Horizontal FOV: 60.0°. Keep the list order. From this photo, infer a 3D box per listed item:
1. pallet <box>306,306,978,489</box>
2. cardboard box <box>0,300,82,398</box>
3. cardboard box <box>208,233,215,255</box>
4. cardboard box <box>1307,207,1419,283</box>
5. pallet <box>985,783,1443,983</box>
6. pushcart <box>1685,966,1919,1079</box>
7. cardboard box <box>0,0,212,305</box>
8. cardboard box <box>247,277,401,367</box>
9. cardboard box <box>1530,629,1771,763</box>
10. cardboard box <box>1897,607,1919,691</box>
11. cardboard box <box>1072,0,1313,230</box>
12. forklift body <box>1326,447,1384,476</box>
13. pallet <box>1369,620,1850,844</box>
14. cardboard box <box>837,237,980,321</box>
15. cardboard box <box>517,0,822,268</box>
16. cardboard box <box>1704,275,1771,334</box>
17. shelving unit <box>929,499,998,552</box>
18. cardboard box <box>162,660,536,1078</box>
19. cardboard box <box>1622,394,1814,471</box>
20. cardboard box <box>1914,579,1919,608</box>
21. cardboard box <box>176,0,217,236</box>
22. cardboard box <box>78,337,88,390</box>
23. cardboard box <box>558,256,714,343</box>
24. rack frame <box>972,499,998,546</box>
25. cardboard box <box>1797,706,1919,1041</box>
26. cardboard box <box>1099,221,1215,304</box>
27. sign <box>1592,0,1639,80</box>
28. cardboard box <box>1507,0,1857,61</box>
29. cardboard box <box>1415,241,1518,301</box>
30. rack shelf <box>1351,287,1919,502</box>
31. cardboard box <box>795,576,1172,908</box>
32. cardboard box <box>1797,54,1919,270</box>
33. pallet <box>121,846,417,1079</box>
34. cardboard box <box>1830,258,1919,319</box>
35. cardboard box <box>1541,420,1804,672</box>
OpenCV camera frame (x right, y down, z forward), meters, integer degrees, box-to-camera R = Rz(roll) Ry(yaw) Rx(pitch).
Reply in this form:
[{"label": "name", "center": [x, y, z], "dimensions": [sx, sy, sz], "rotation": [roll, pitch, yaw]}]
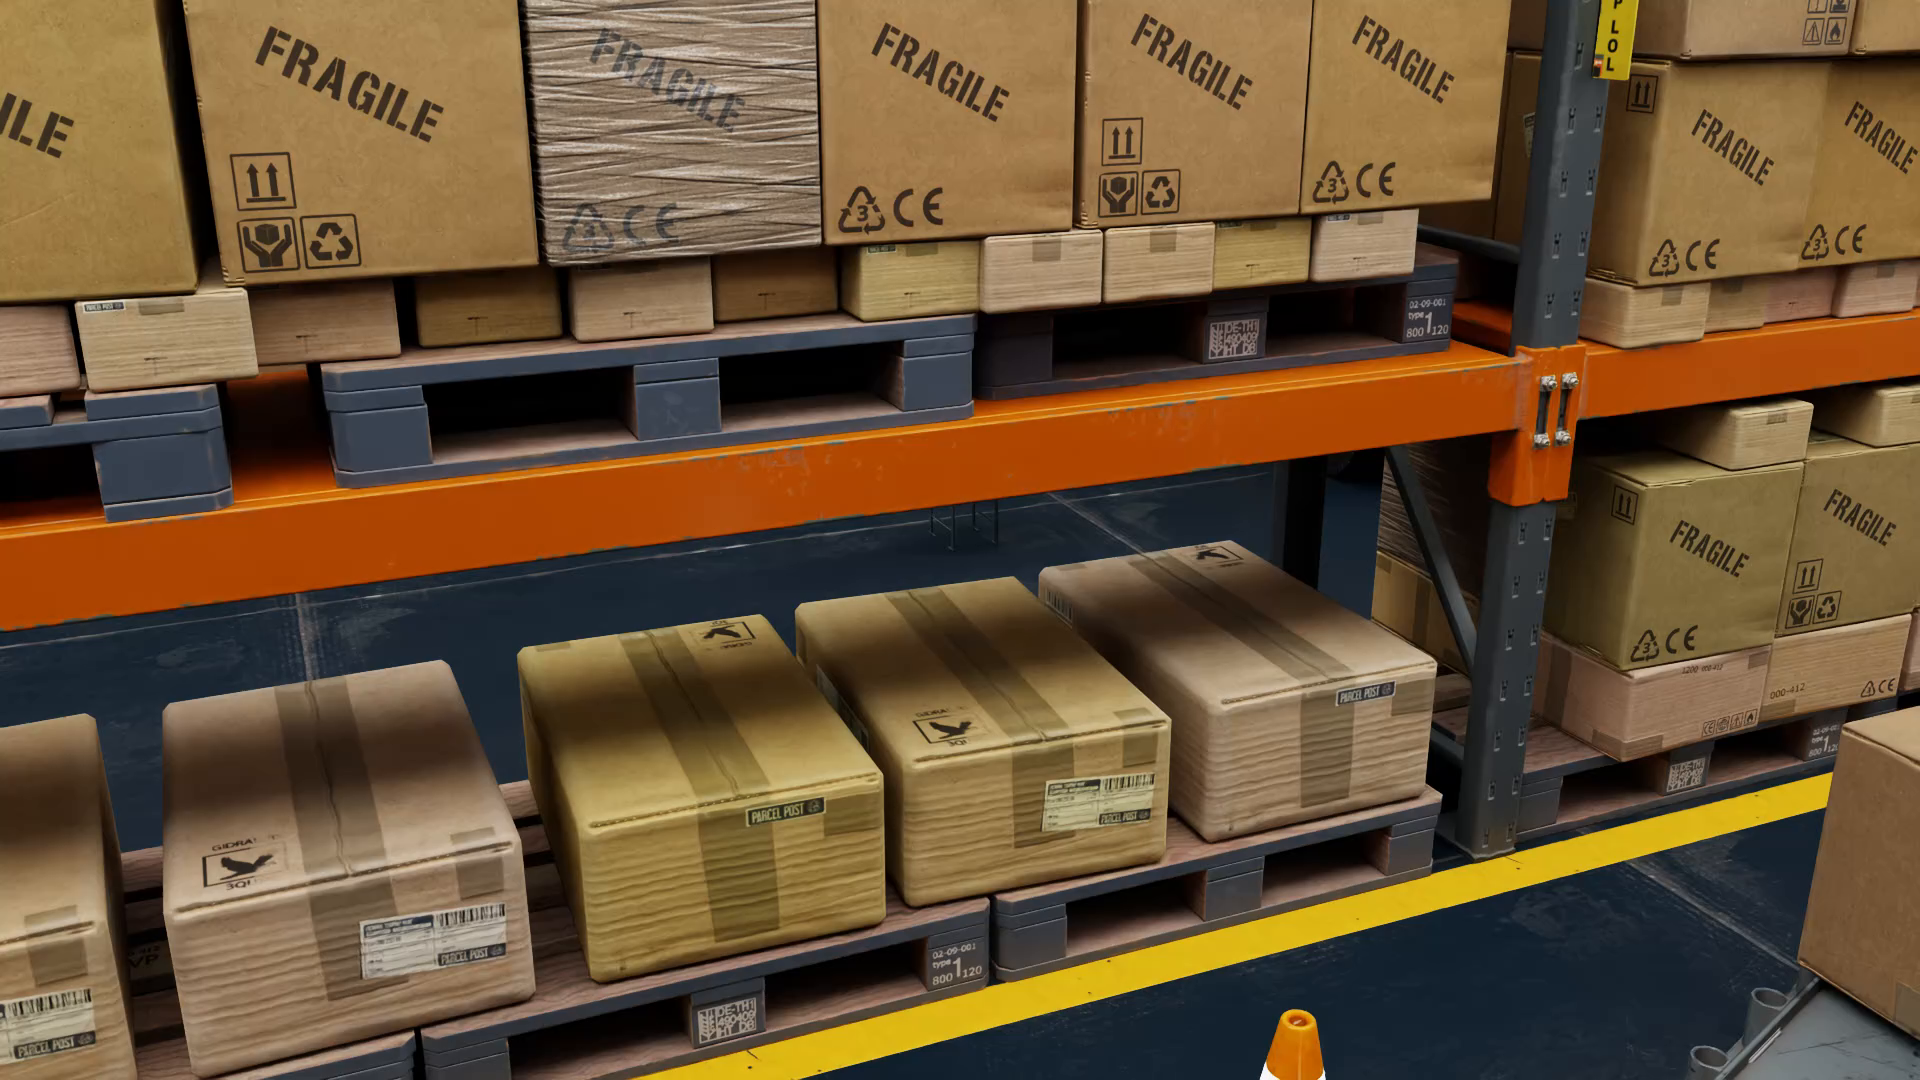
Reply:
[{"label": "pallet", "center": [-0.711, -0.414, 3.469], "dimensions": [1.213, 0.211, 1.003], "rotation": [-8, 21, -22]}, {"label": "cardboard box", "center": [-1.598, -0.346, 2.734], "dimensions": [0.250, 0.149, 0.380], "rotation": [-10, 22, -25]}, {"label": "cardboard box", "center": [-1.639, -0.561, 3.344], "dimensions": [0.250, 0.149, 0.380], "rotation": [-9, 21, -24]}, {"label": "cardboard box", "center": [0.798, -0.685, 3.698], "dimensions": [0.250, 0.149, 0.380], "rotation": [-8, 21, -21]}, {"label": "pallet", "center": [0.446, 0.661, 4.328], "dimensions": [1.213, 0.211, 1.003], "rotation": [-8, 21, -22]}, {"label": "pushcart", "center": [2.110, 1.168, 2.637], "dimensions": [0.936, 0.377, 1.648], "rotation": [-17, 26, -40]}, {"label": "cardboard box", "center": [-1.532, -0.676, 2.695], "dimensions": [0.500, 0.500, 0.500], "rotation": [-7, 21, -19]}, {"label": "cardboard box", "center": [-1.147, -0.431, 2.976], "dimensions": [0.250, 0.149, 0.380], "rotation": [-7, 21, -19]}, {"label": "cardboard box", "center": [1.809, 0.346, 4.531], "dimensions": [0.500, 0.250, 0.500], "rotation": [-9, 21, -24]}, {"label": "cardboard box", "center": [2.781, 0.202, 4.940], "dimensions": [0.500, 0.250, 0.500], "rotation": [-8, 21, -23]}, {"label": "cardboard box", "center": [0.373, -0.947, 3.464], "dimensions": [0.500, 0.500, 0.500], "rotation": [-8, 21, -22]}, {"label": "forklift body", "center": [1.845, -1.591, 7.802], "dimensions": [1.214, 2.155, 2.313], "rotation": [-8, 21, -22]}, {"label": "pallet", "center": [1.763, 0.459, 4.902], "dimensions": [1.213, 0.211, 1.003], "rotation": [-8, 21, -22]}, {"label": "cardboard box", "center": [-0.145, -0.555, 3.329], "dimensions": [0.250, 0.149, 0.380], "rotation": [-8, 21, -22]}, {"label": "cardboard box", "center": [-0.584, -0.812, 3.080], "dimensions": [0.500, 0.500, 0.500], "rotation": [-9, 21, -24]}, {"label": "cardboard box", "center": [1.788, -0.632, 4.178], "dimensions": [0.250, 0.149, 0.380], "rotation": [-8, 21, -20]}, {"label": "shelving unit", "center": [0.013, -0.568, 6.328], "dimensions": [0.189, 1.200, 0.258], "rotation": [-8, 21, -22]}, {"label": "cardboard box", "center": [-1.315, 0.639, 3.514], "dimensions": [0.625, 0.372, 0.950], "rotation": [-9, 21, -23]}, {"label": "cardboard box", "center": [1.948, -0.312, 4.293], "dimensions": [0.250, 0.149, 0.380], "rotation": [-8, 21, -21]}, {"label": "cardboard box", "center": [2.773, -0.149, 4.808], "dimensions": [0.500, 0.500, 0.500], "rotation": [-7, 21, -19]}, {"label": "cardboard box", "center": [-1.272, -0.900, 3.330], "dimensions": [0.500, 0.500, 0.500], "rotation": [-10, 22, -26]}, {"label": "cardboard box", "center": [-3.904, -0.900, 7.506], "dimensions": [0.625, 0.625, 0.875], "rotation": [-7, 21, -20]}, {"label": "cardboard box", "center": [-0.637, -0.495, 3.157], "dimensions": [0.250, 0.149, 0.380], "rotation": [-7, 21, -20]}, {"label": "rack frame", "center": [0.097, -0.580, 6.362], "dimensions": [0.006, 1.200, 0.240], "rotation": [-8, 21, -22]}, {"label": "cardboard box", "center": [1.893, 0.603, 2.916], "dimensions": [0.500, 0.500, 0.500], "rotation": [-8, 21, -22]}, {"label": "cardboard box", "center": [0.326, -0.611, 3.487], "dimensions": [0.250, 0.149, 0.380], "rotation": [-9, 21, -23]}, {"label": "sign", "center": [1.384, -1.135, 3.485], "dimensions": [0.005, 0.325, 0.100], "rotation": [-8, 21, -22]}, {"label": "cardboard box", "center": [1.651, -1.408, 3.902], "dimensions": [0.500, 0.500, 0.700], "rotation": [-8, 21, -22]}, {"label": "cardboard box", "center": [1.335, -0.774, 4.583], "dimensions": [0.250, 0.149, 0.380], "rotation": [-8, 21, -22]}, {"label": "rack shelf", "center": [2.997, -0.681, 5.024], "dimensions": [4.000, 0.370, 1.077], "rotation": [-8, 21, -22]}, {"label": "cardboard box", "center": [0.021, 0.449, 4.054], "dimensions": [0.625, 0.372, 0.950], "rotation": [-7, 21, -19]}, {"label": "cardboard box", "center": [2.127, -0.991, 4.222], "dimensions": [0.500, 0.500, 0.500], "rotation": [-8, 21, -22]}, {"label": "pallet", "center": [-1.794, 0.982, 3.416], "dimensions": [1.213, 0.211, 1.003], "rotation": [-8, 21, -22]}, {"label": "cardboard box", "center": [2.261, -0.698, 4.366], "dimensions": [0.250, 0.149, 0.380], "rotation": [-7, 21, -20]}, {"label": "cardboard box", "center": [1.809, -0.008, 4.406], "dimensions": [0.500, 0.500, 0.500], "rotation": [-7, 21, -19]}]
